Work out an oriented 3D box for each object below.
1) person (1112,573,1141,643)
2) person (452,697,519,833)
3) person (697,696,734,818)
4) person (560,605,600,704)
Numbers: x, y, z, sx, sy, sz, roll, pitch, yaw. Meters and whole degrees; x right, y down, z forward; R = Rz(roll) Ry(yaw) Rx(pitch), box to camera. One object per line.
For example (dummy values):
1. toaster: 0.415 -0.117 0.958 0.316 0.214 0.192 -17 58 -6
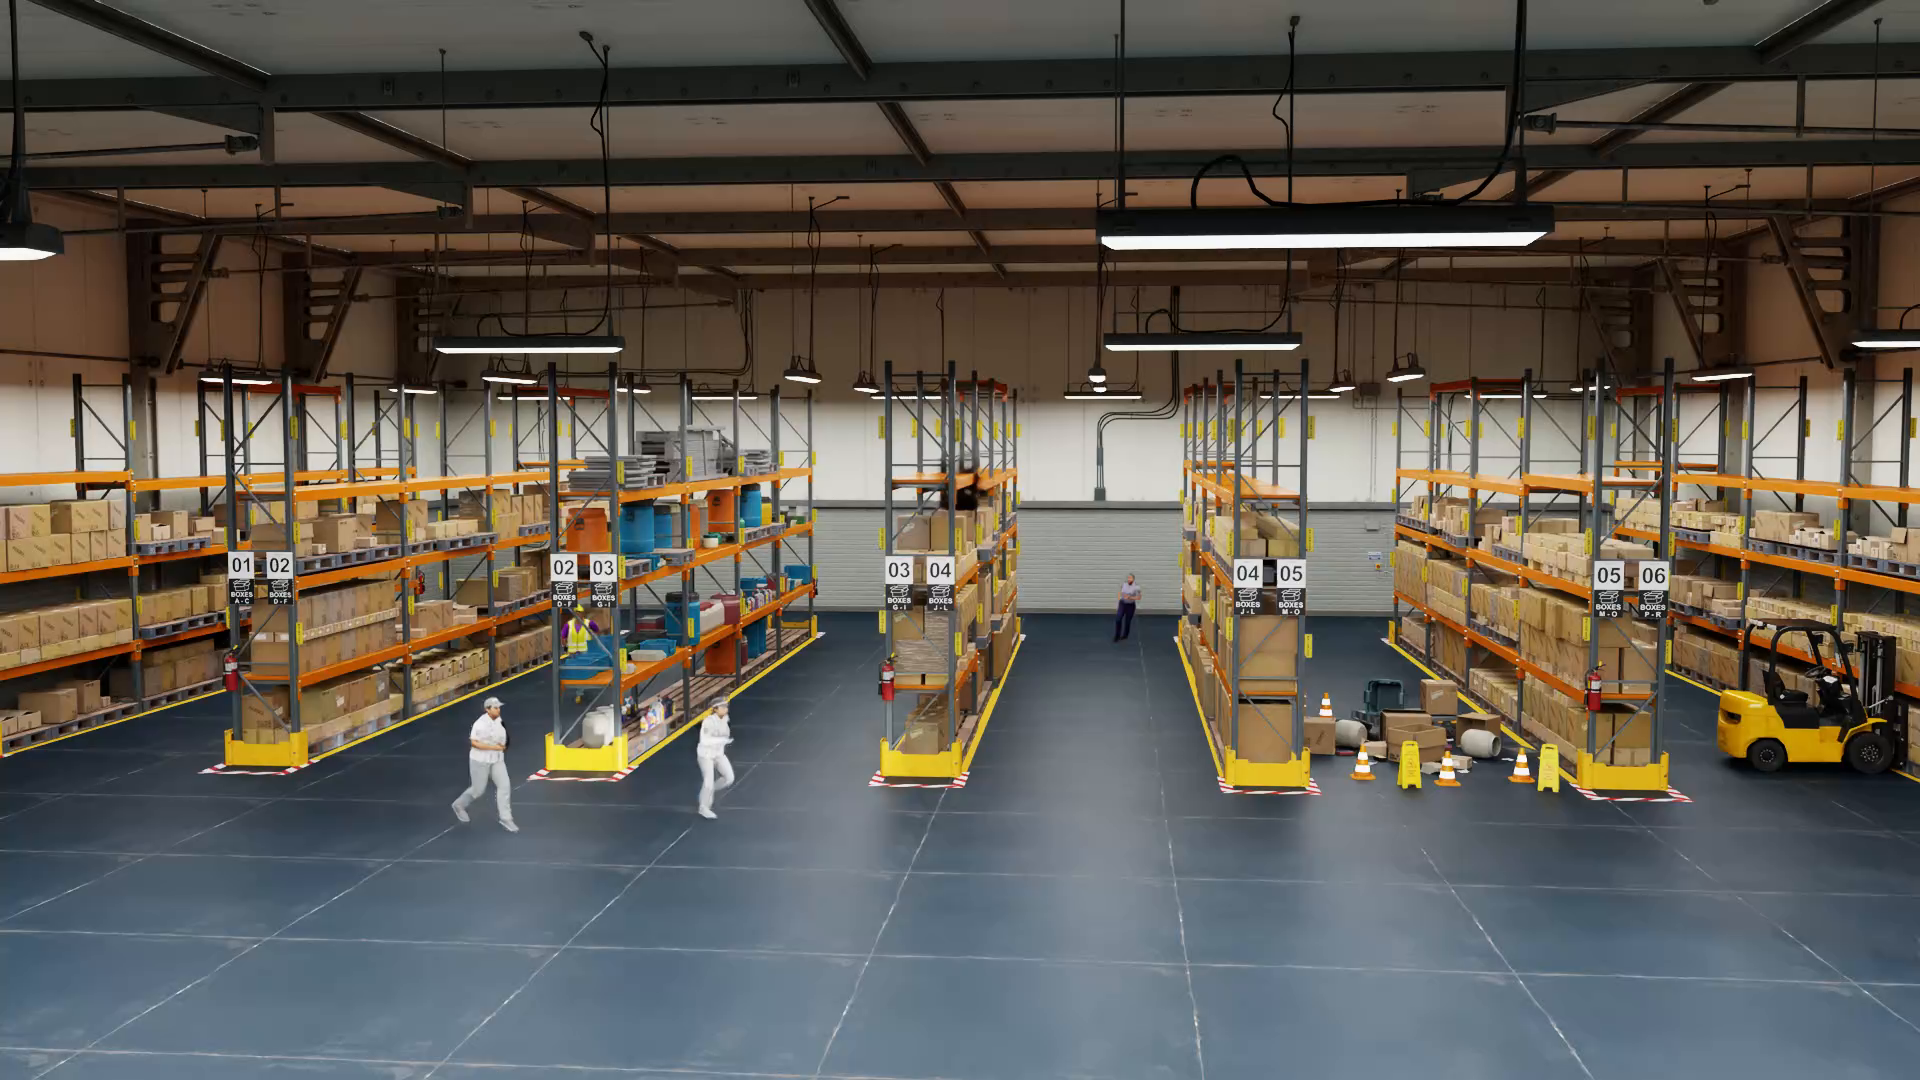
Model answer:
1. person: 3.993 1.628 39.430 0.678 1.699 0.686 1 4 20
2. person: -5.963 2.806 20.895 0.977 1.686 0.628 2 4 22
3. person: -3.128 2.787 21.385 0.708 1.625 0.601 3 5 40
4. person: -7.054 2.092 30.831 0.700 1.772 0.963 0 4 -2
